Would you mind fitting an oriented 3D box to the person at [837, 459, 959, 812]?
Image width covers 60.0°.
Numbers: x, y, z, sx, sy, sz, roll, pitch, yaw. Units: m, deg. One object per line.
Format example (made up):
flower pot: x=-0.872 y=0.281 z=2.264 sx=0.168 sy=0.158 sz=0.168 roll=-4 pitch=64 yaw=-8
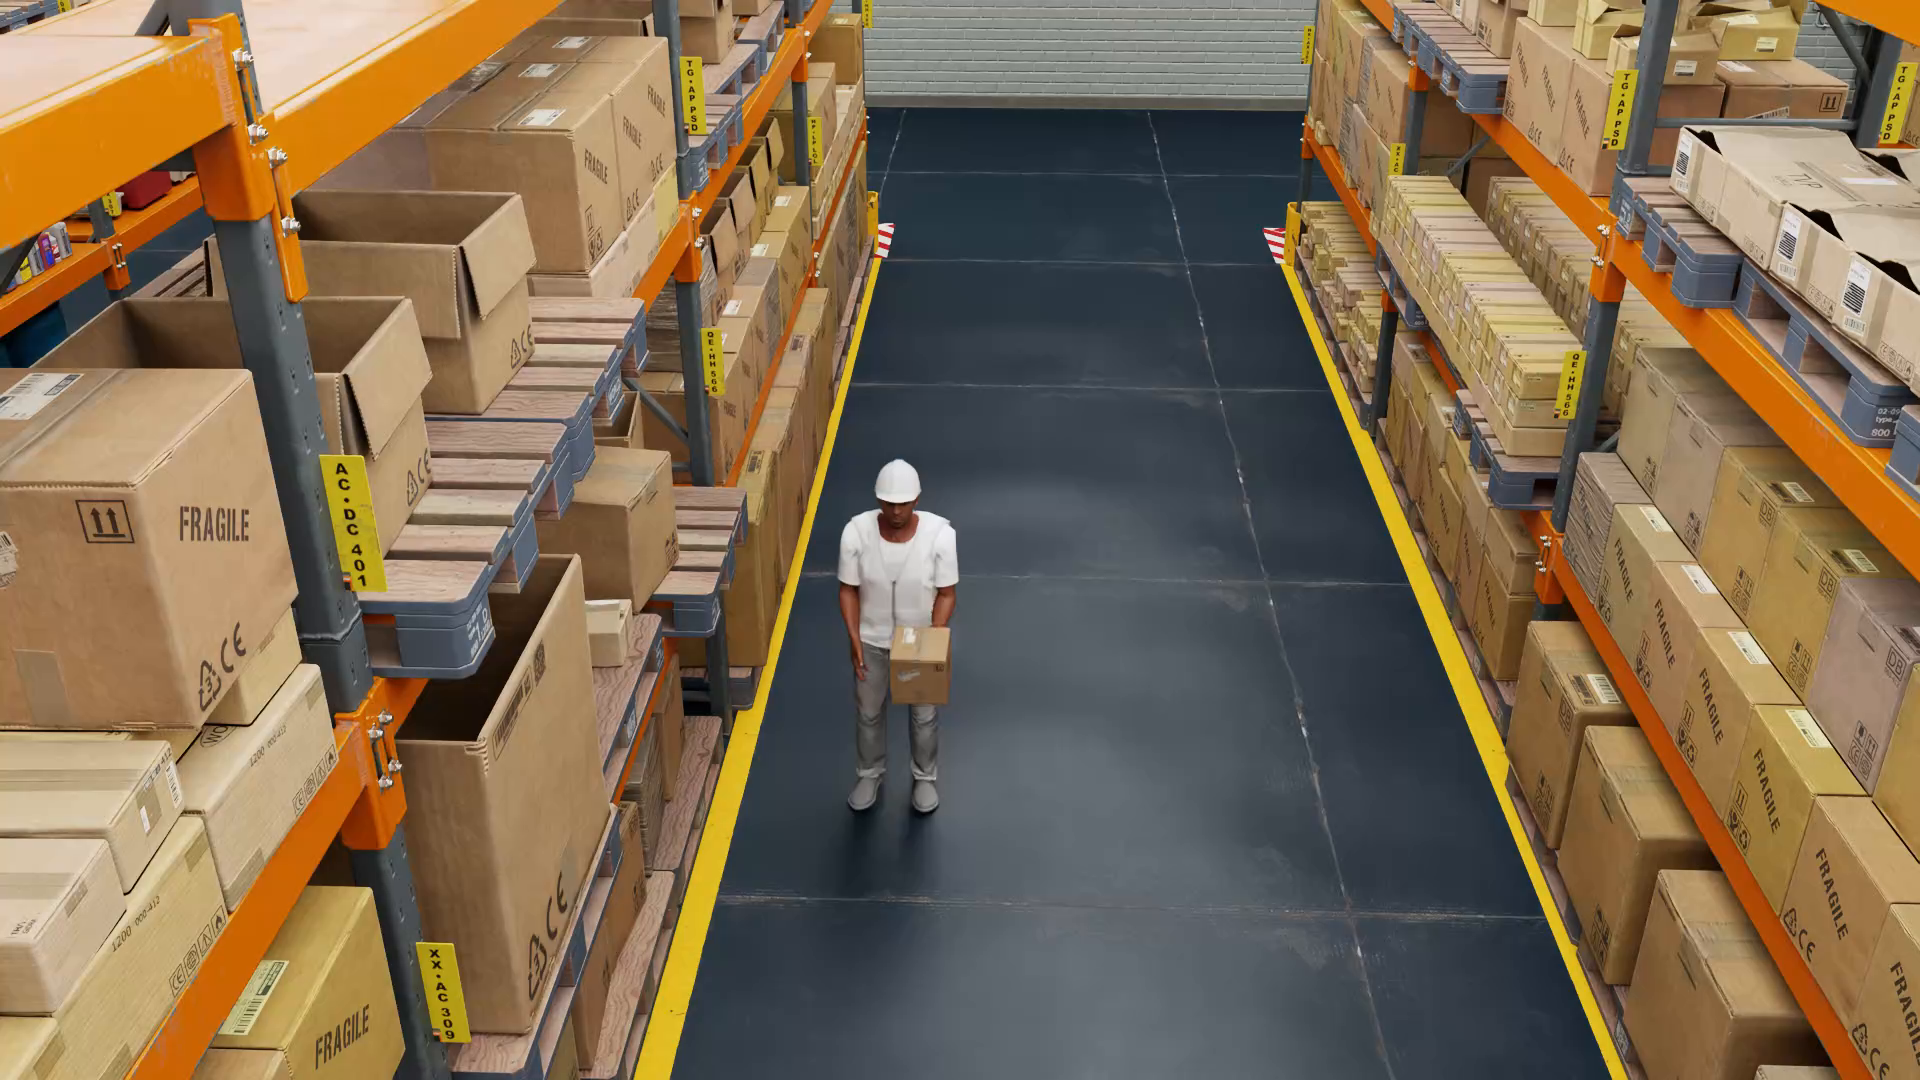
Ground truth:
person: x=-0.290 y=0.478 z=7.687 sx=0.558 sy=1.769 sz=0.520 roll=2 pitch=28 yaw=4
